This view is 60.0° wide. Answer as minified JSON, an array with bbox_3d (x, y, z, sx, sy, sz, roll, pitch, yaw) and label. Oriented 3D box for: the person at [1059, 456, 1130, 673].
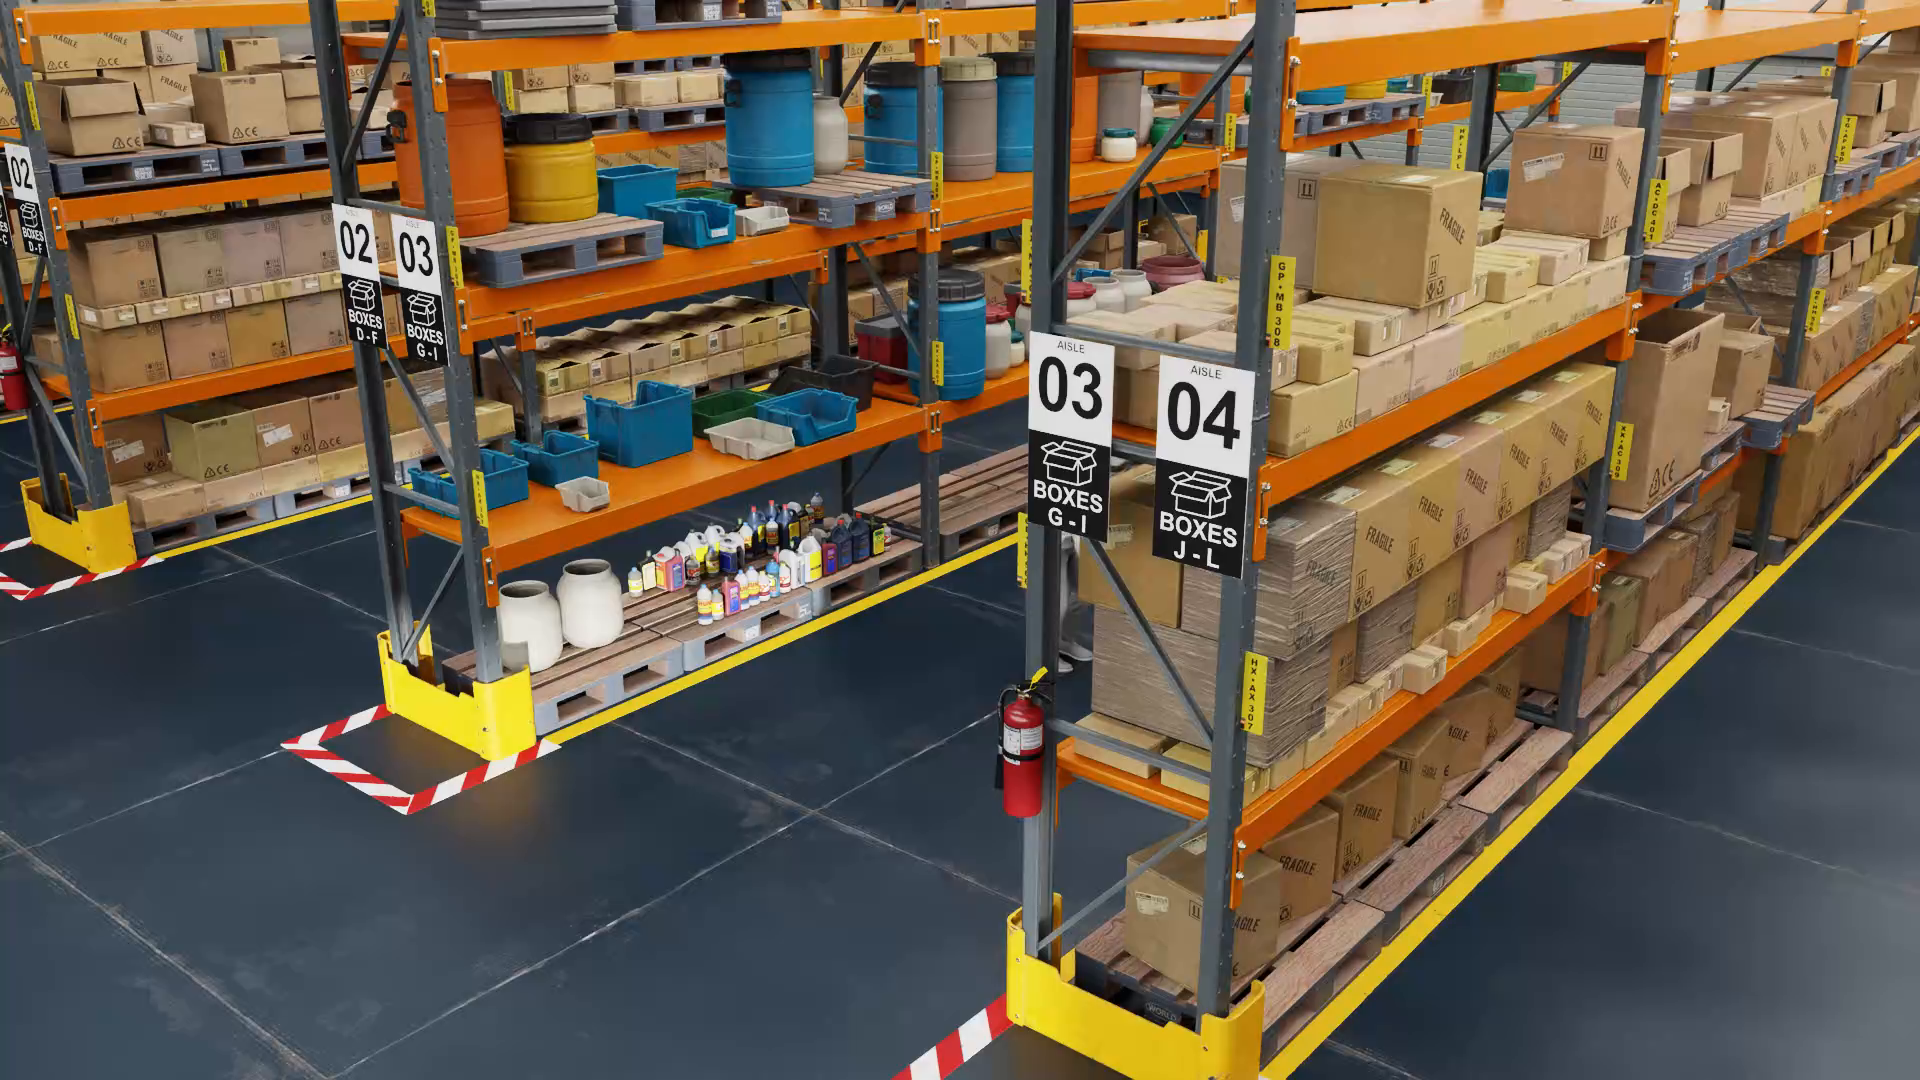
[{"bbox_3d":[0.799,0.119,10.928,0.649,1.551,0.412,15,25,35],"label":"person"}]
